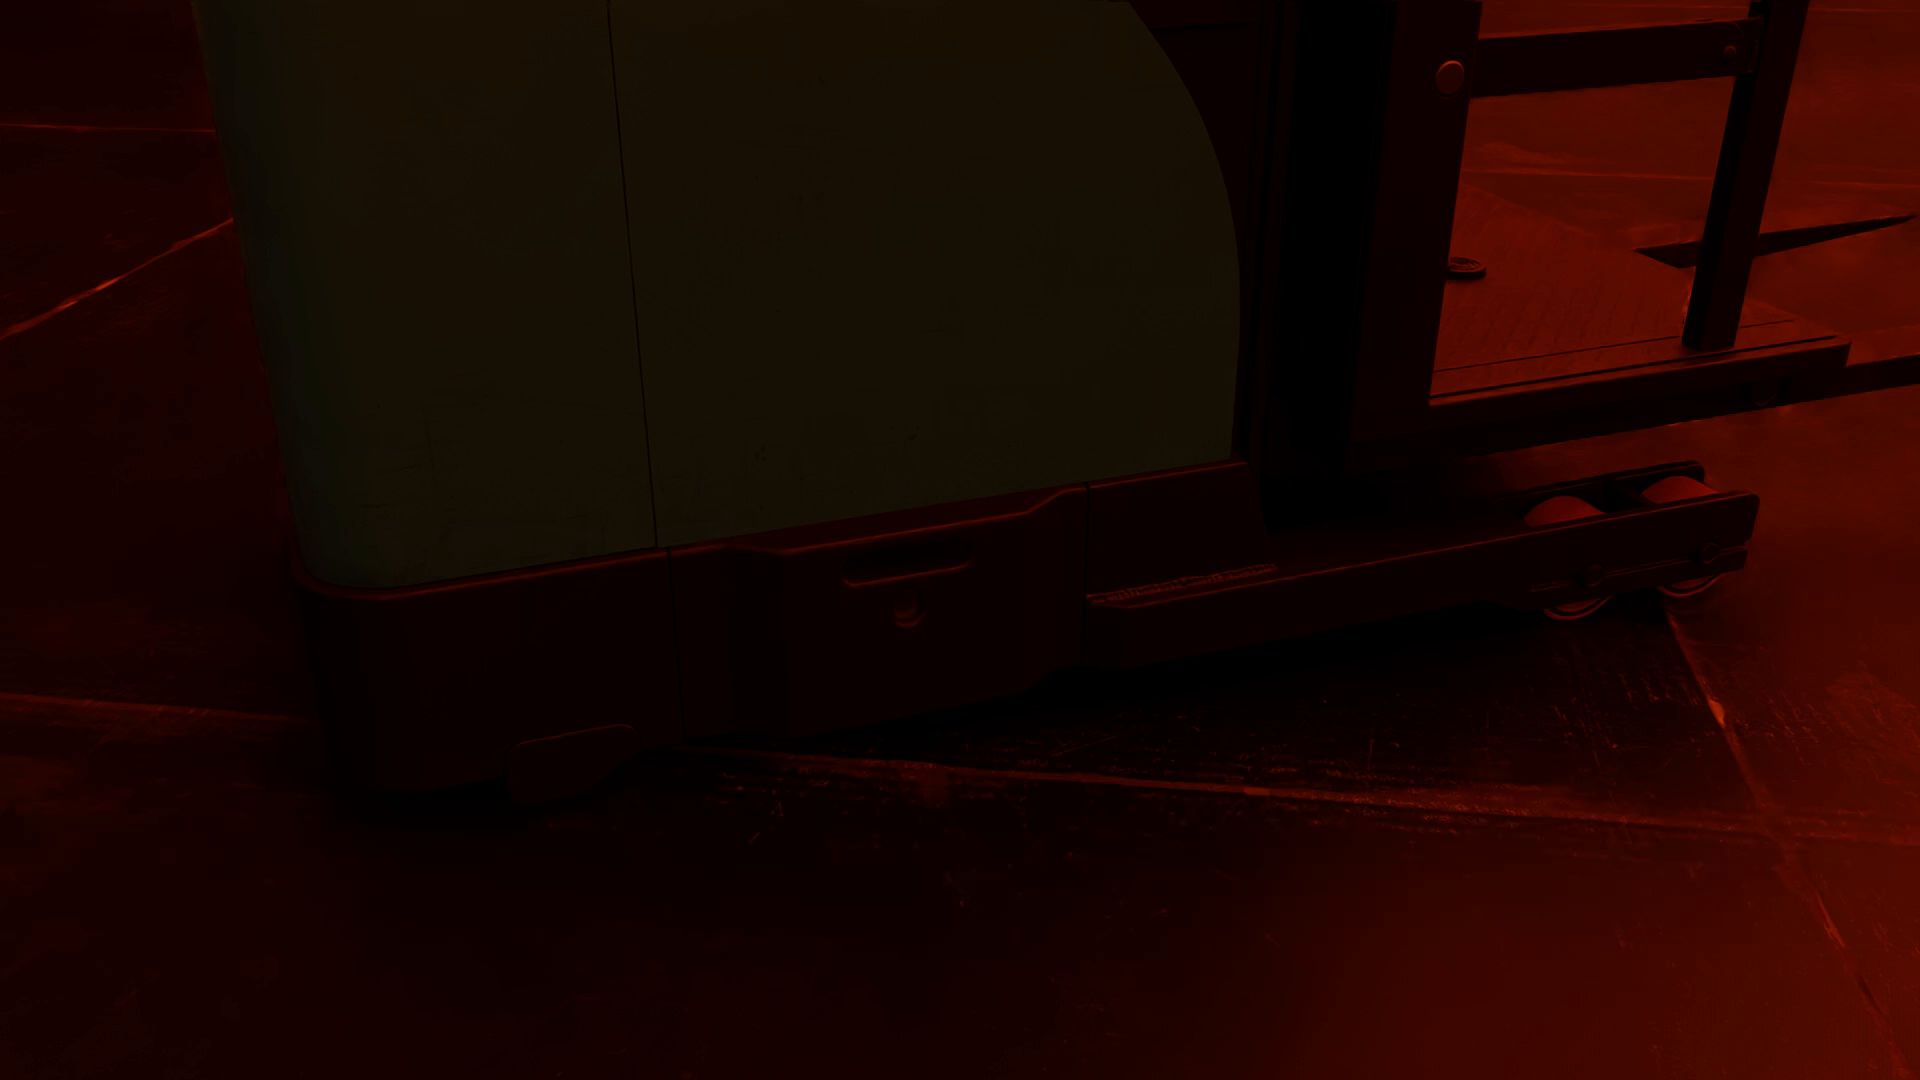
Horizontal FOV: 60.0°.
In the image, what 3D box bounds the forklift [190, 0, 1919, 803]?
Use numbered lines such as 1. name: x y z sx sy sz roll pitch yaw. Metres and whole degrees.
1. forklift: 0.574 -1.413 2.049 3.031 2.935 1.130 -9 28 -18
